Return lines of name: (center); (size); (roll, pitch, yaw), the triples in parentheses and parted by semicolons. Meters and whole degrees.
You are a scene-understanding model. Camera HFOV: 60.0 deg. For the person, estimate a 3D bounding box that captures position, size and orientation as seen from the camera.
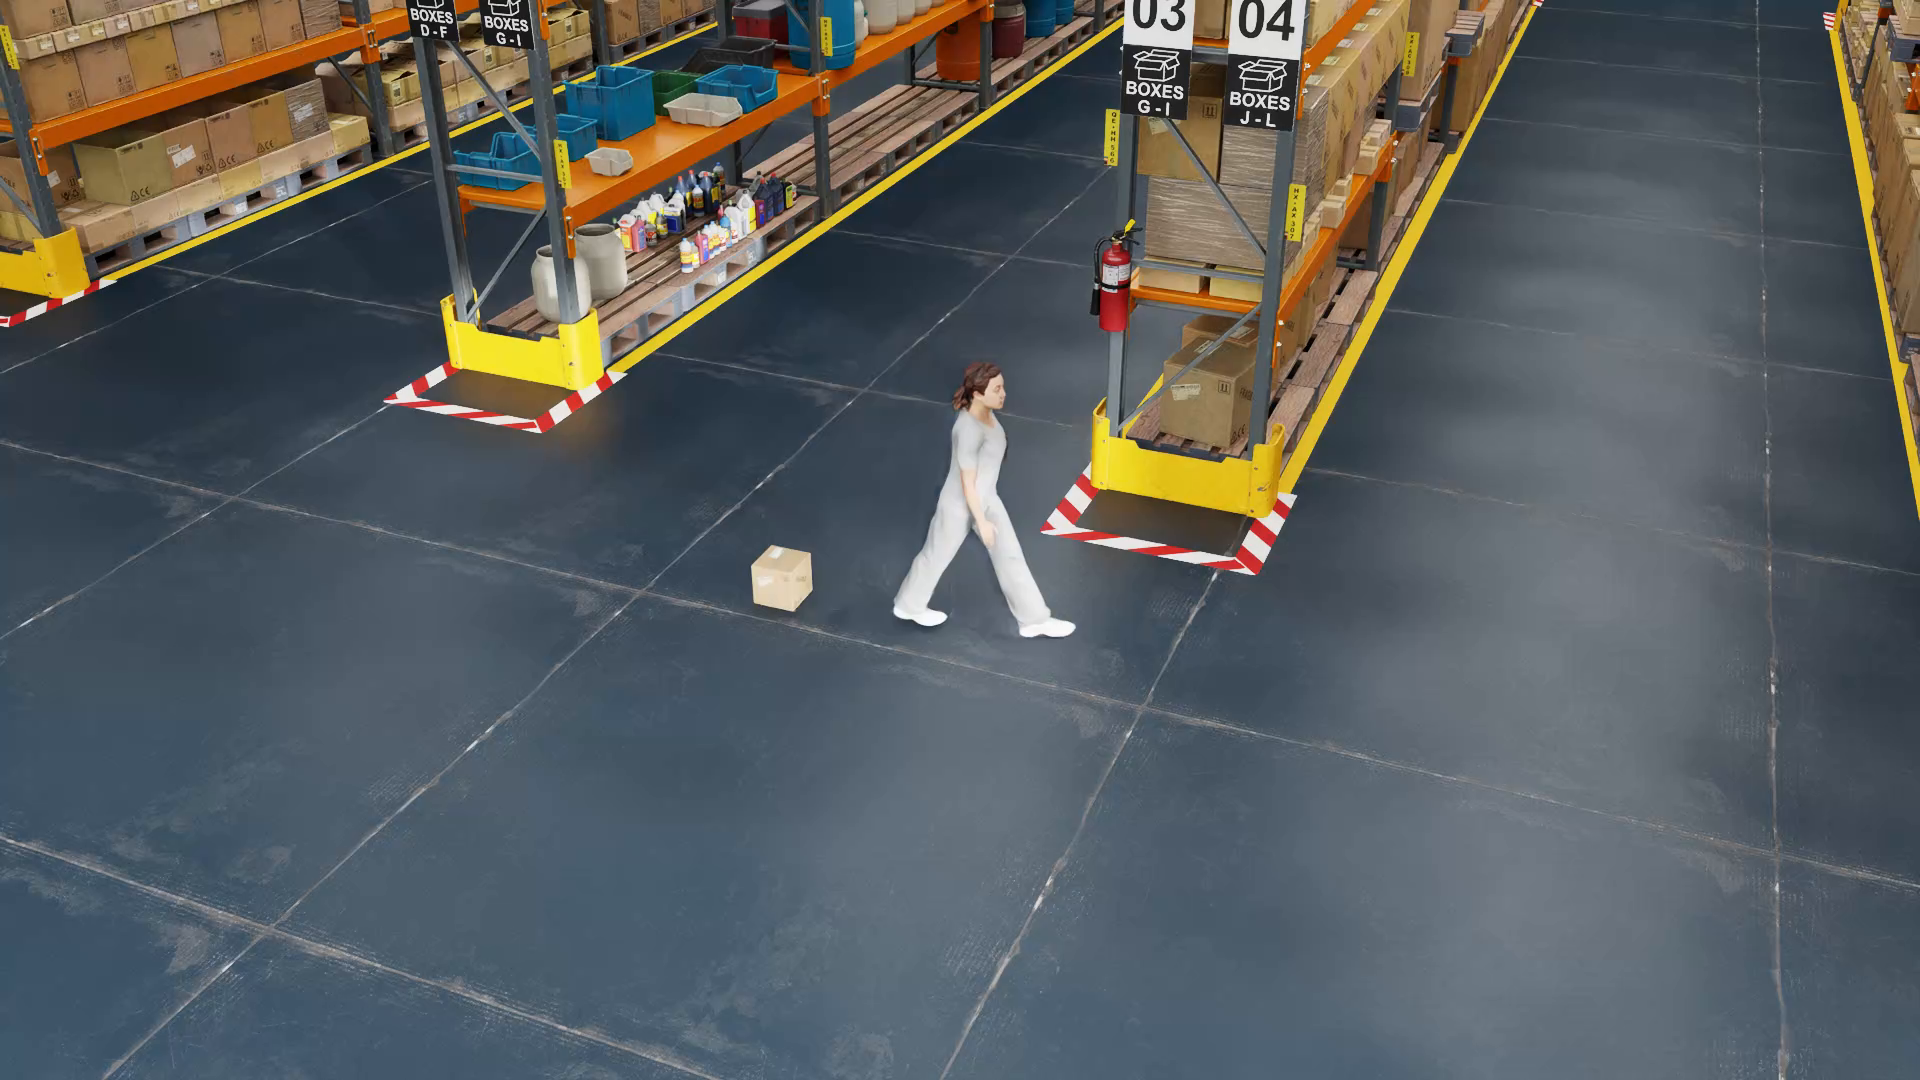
person: (0.107, -0.193, 8.727); (1.011, 1.598, 0.469); (11, 31, 18)
